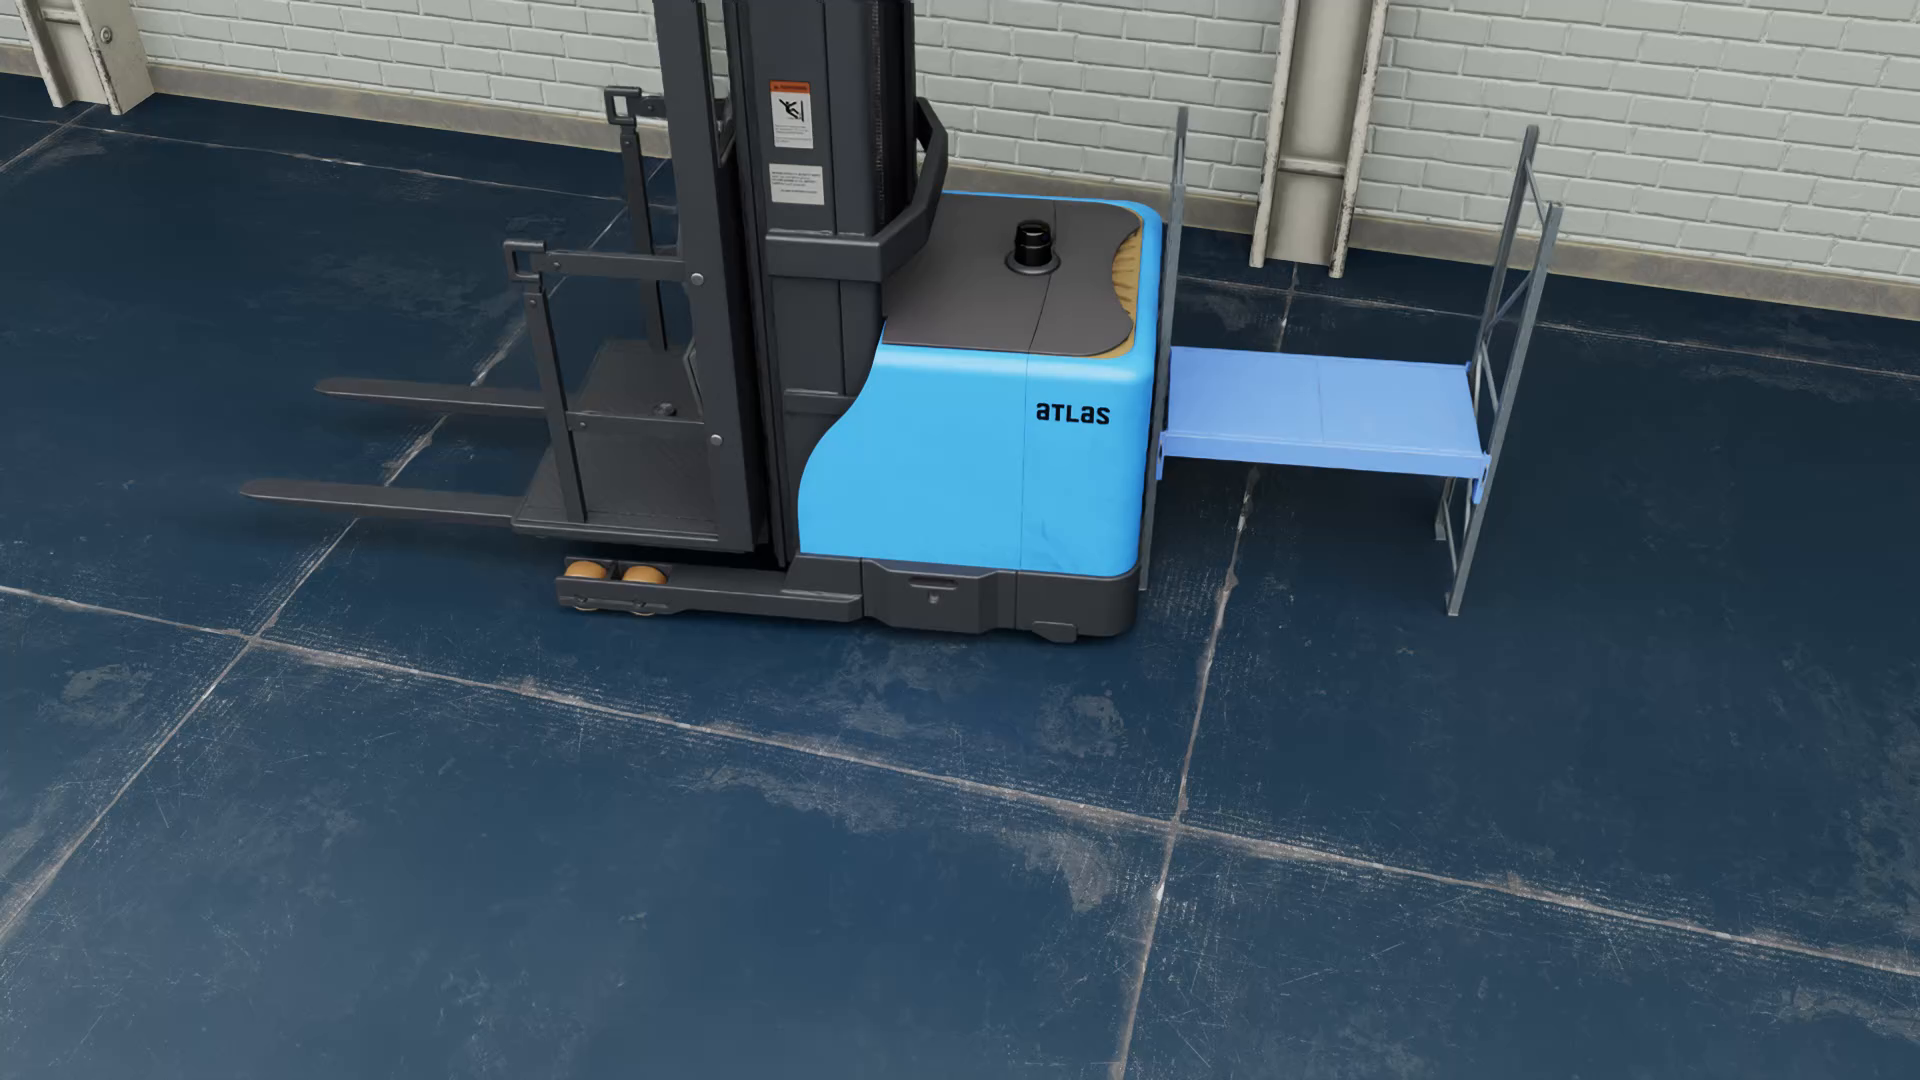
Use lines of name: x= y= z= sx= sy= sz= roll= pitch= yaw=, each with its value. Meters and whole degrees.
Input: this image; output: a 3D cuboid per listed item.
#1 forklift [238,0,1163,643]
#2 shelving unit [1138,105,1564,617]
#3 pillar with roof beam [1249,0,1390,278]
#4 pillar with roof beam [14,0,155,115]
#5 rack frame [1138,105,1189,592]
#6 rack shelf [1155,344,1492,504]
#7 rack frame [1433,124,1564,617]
forklift: x=-0.888 y=-1.206 z=4.907 sx=3.031 sy=2.935 sz=1.130 roll=5 pitch=40 yaw=5
shelving unit: x=1.141 y=-0.522 z=5.206 sx=1.048 sy=1.500 sz=0.538 roll=5 pitch=40 yaw=5
pillar with roof beam: x=0.362 y=-2.013 z=1.150 sx=0.400 sy=9.000 sz=9.100 roll=10 pitch=41 yaw=11
pillar with roof beam: x=-5.434 y=-3.010 z=2.337 sx=0.400 sy=9.000 sz=9.100 roll=10 pitch=41 yaw=11
rack frame: x=0.637 y=-0.562 z=5.253 sx=0.032 sy=1.500 sz=0.500 roll=5 pitch=40 yaw=5
rack shelf: x=1.141 y=-0.384 z=5.321 sx=1.000 sy=0.185 sz=0.538 roll=5 pitch=40 yaw=5
rack frame: x=1.646 y=-0.482 z=5.158 sx=0.032 sy=1.500 sz=0.500 roll=5 pitch=40 yaw=5
